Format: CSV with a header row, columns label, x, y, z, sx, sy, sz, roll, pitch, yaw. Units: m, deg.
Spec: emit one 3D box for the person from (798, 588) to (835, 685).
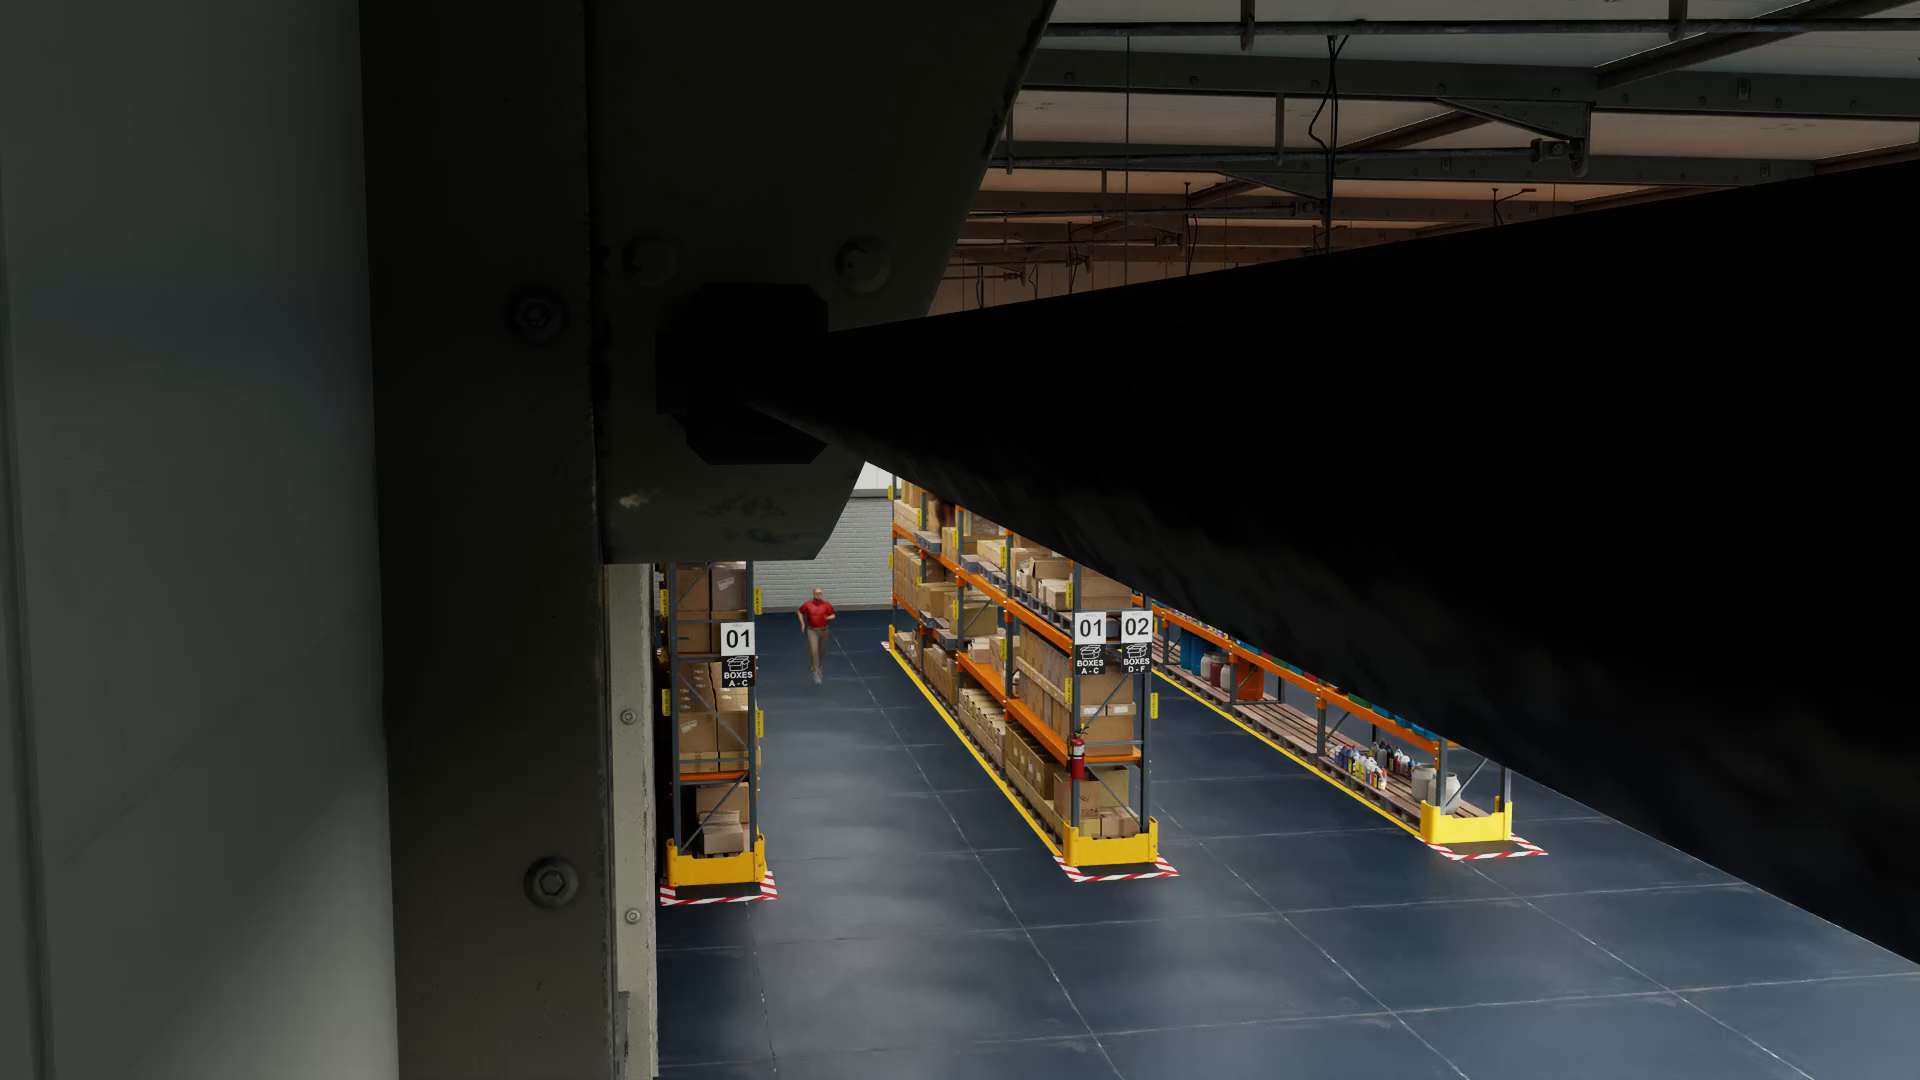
label,x,y,z,sx,sy,sz,roll,pitch,yaw
person,-2.667,1.783,31.292,0.657,1.759,0.889,-2,7,-20
